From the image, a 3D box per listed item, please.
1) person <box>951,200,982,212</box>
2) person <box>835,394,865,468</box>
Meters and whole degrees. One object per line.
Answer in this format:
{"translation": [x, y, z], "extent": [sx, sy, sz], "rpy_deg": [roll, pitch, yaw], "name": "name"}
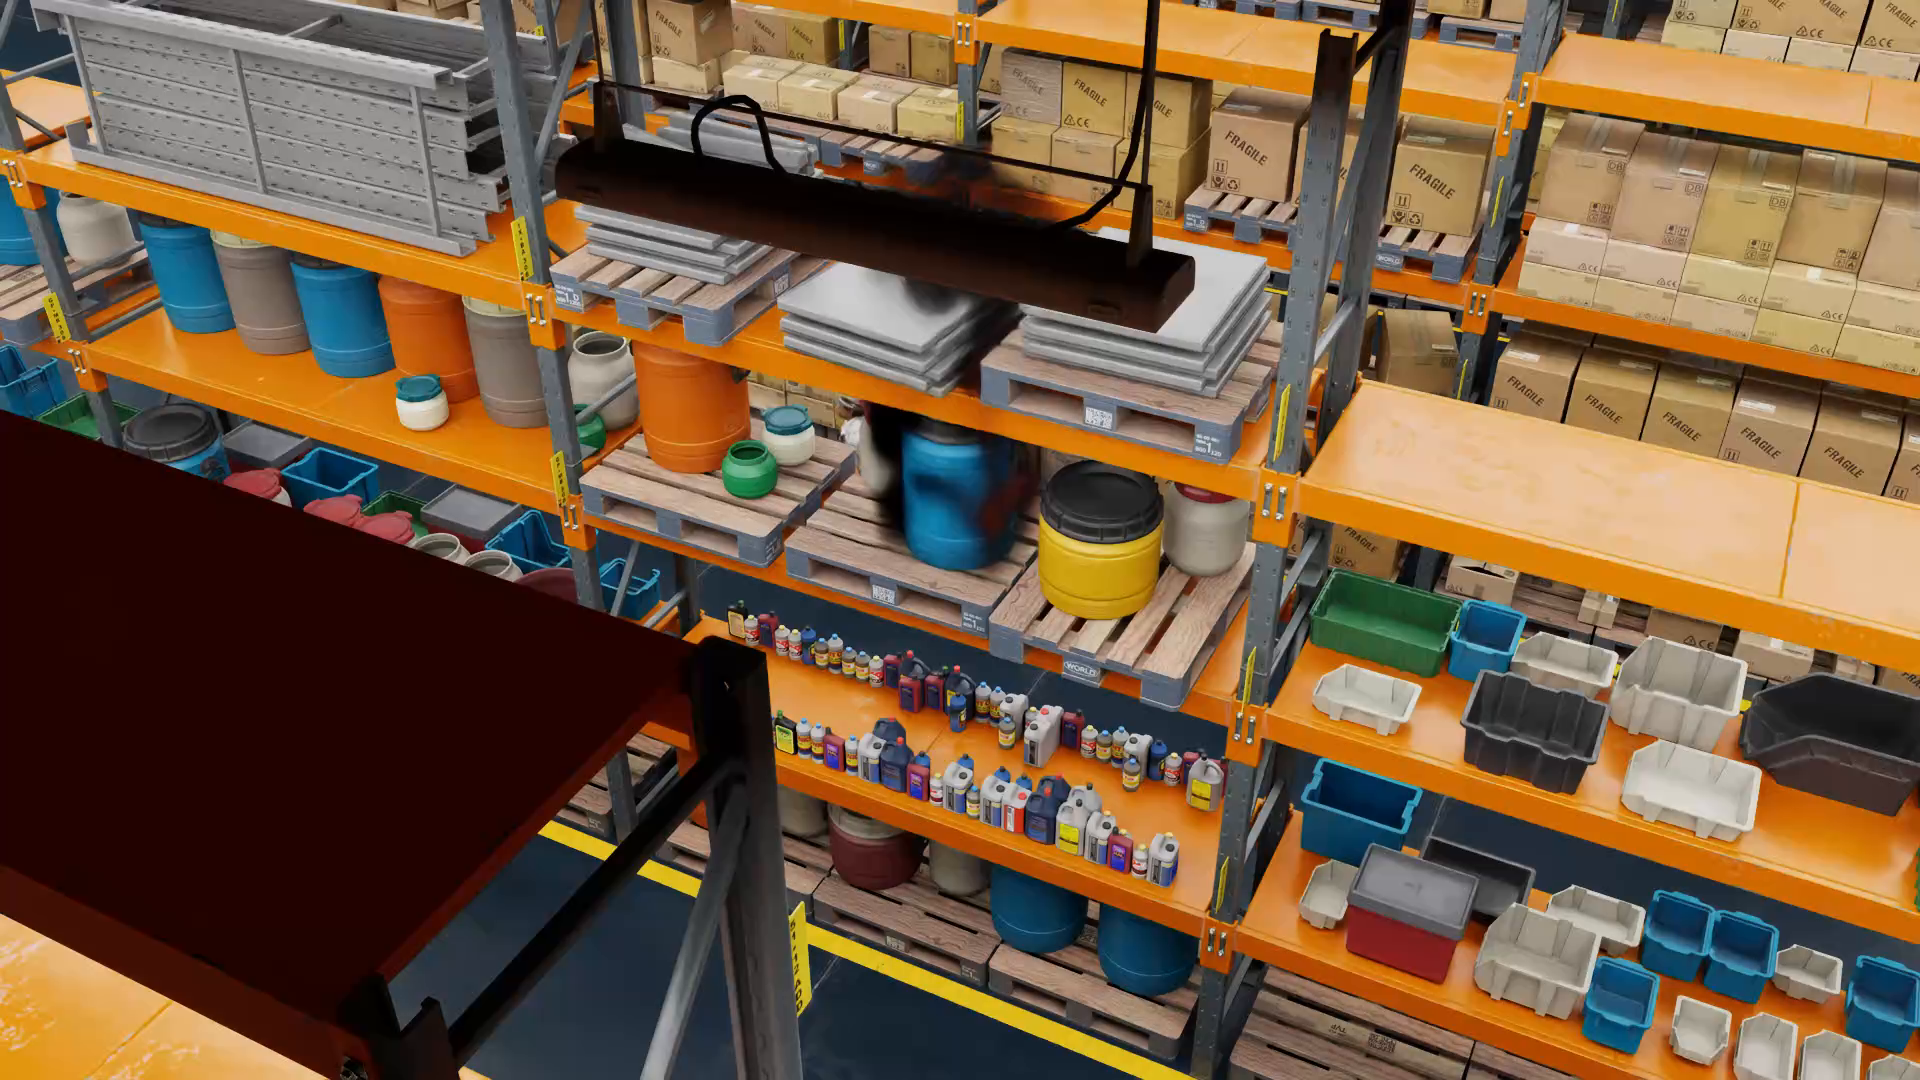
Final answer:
{"translation": [0.145, -2.789, 16.343], "extent": [1.061, 1.756, 0.701], "rpy_deg": [11, 37, 15], "name": "person"}
{"translation": [-0.656, -0.476, 13.138], "extent": [0.753, 1.645, 0.611], "rpy_deg": [4, 35, 5], "name": "person"}
